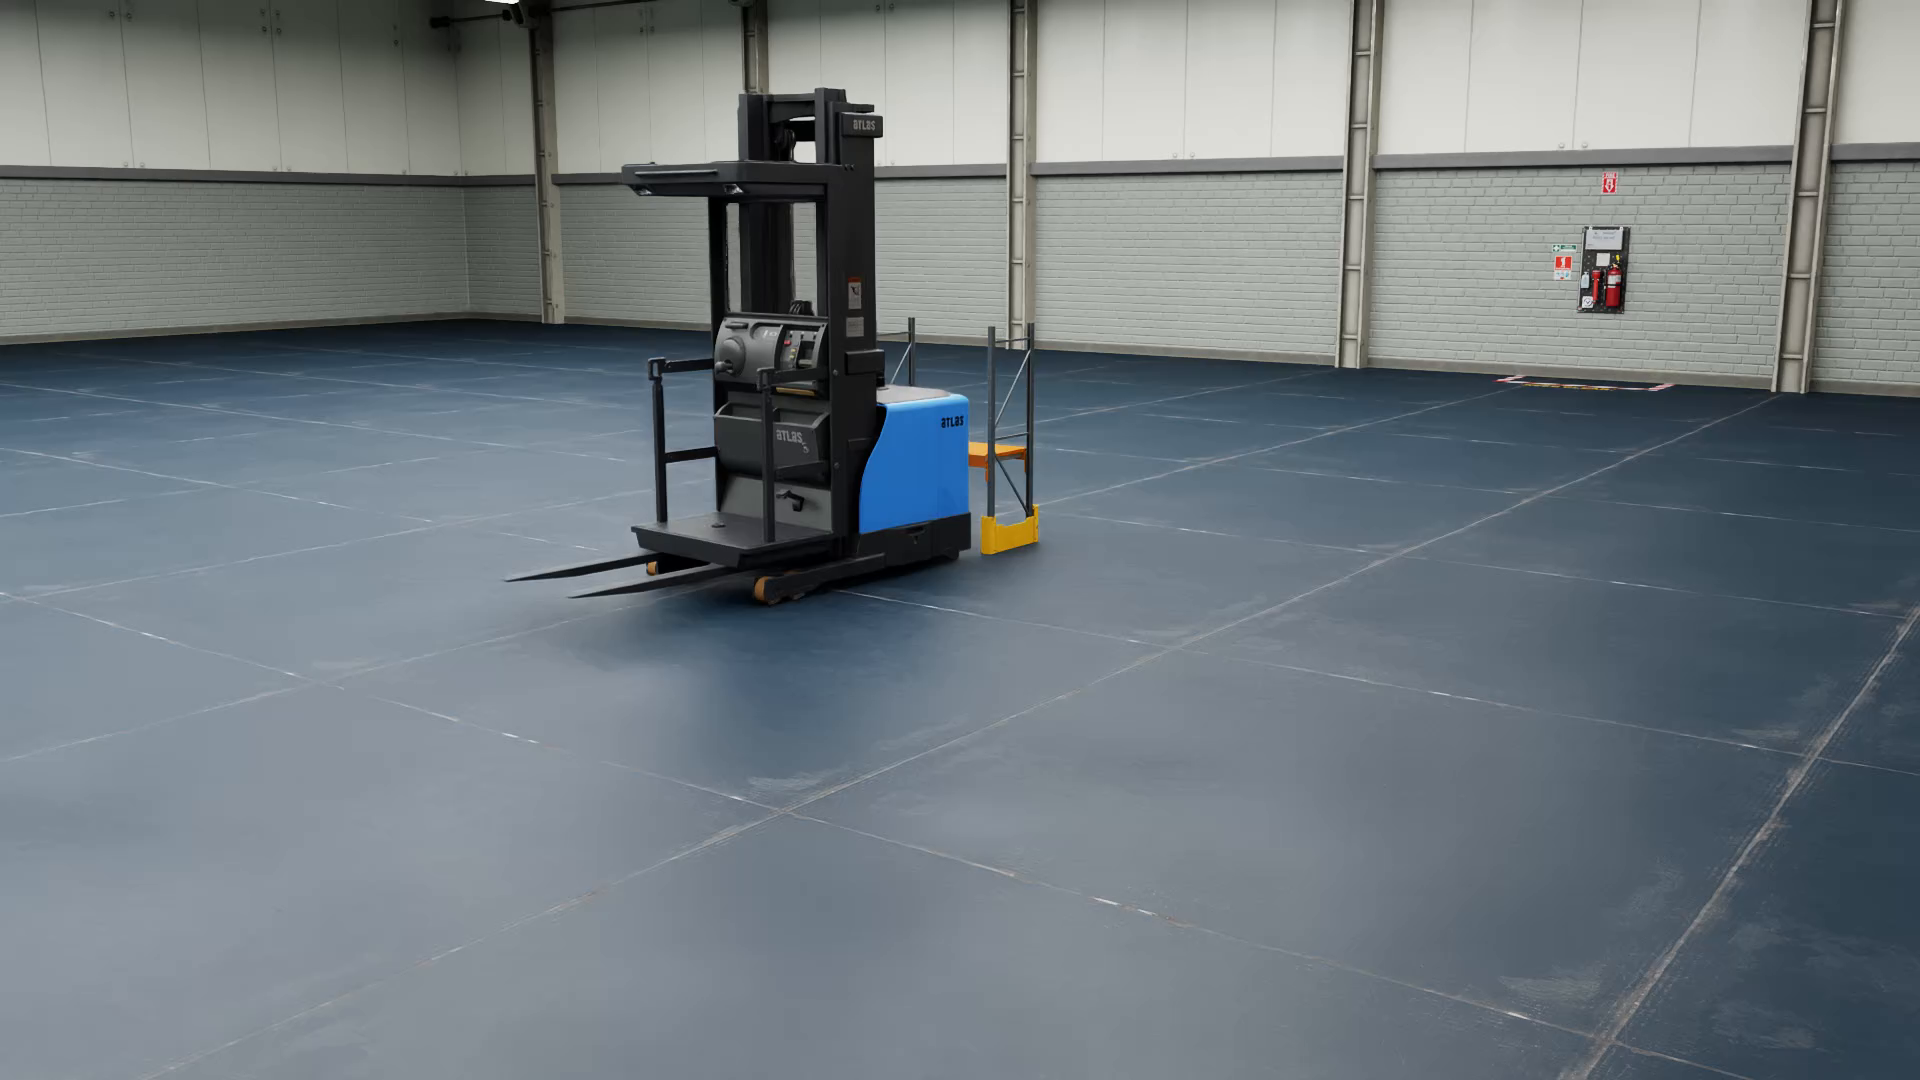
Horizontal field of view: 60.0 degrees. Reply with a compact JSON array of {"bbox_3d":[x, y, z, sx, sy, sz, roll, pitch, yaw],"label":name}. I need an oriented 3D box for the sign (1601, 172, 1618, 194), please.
[{"bbox_3d":[8.782,-4.826,22.477,0.199,0.298,0.001,8,13,36],"label":"sign"}]

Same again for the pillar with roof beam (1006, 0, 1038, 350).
[{"bbox_3d":[-1.521,-7.024,24.145,0.400,9.000,9.100,8,13,36],"label":"pillar with roof beam"}]

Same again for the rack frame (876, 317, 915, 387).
[{"bbox_3d":[-0.478,-0.803,11.732,0.032,1.500,0.500,8,13,36],"label":"rack frame"}]

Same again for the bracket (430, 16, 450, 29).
[{"bbox_3d":[-11.100,-11.058,35.521,0.430,0.232,0.235,8,13,36],"label":"bracket"}]

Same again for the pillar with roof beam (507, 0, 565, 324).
[{"bbox_3d":[-11.193,-8.373,31.118,0.548,9.000,9.100,8,13,36],"label":"pillar with roof beam"}]

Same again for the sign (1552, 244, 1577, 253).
[{"bbox_3d":[8.344,-4.026,22.954,0.331,0.109,0.001,8,13,36],"label":"sign"}]

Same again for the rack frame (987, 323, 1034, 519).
[{"bbox_3d":[0.341,-0.689,11.141,0.032,1.500,0.500,8,13,36],"label":"rack frame"}]

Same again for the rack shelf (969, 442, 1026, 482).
[{"bbox_3d":[-0.069,-0.569,11.471,1.000,0.185,0.538,8,13,36],"label":"rack shelf"}]

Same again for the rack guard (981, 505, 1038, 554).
[{"bbox_3d":[0.340,-0.075,11.261,0.087,0.250,0.587,8,13,36],"label":"rack guard"}]

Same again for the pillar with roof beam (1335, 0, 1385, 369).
[{"bbox_3d":[3.315,-6.349,20.658,0.400,9.000,9.100,8,13,36],"label":"pillar with roof beam"}]

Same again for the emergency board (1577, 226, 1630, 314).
[{"bbox_3d":[8.730,-3.672,22.614,0.643,1.169,0.194,8,13,36],"label":"emergency board"}]

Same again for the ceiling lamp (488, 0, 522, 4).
[{"bbox_3d":[-8.467,-10.704,27.800,0.800,3.185,2.000,8,13,36],"label":"ceiling lamp"}]

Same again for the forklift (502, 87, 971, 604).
[{"bbox_3d":[-1.286,-1.174,9.882,1.130,2.935,3.031,10,15,41],"label":"forklift"}]

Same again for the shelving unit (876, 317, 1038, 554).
[{"bbox_3d":[-0.061,-0.745,11.432,1.083,1.500,0.587,8,13,36],"label":"shelving unit"}]

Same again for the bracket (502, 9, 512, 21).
[{"bbox_3d":[-9.190,-10.792,34.144,0.430,0.232,0.235,8,13,36],"label":"bracket"}]

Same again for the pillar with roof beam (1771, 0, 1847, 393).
[{"bbox_3d":[8.151,-5.675,17.171,0.400,9.000,9.100,8,13,36],"label":"pillar with roof beam"}]

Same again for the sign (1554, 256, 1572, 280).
[{"bbox_3d":[8.345,-3.768,23.014,0.234,0.329,0.001,8,13,36],"label":"sign"}]

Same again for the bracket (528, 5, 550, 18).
[{"bbox_3d":[-8.521,-10.698,33.661,0.430,0.232,0.235,8,13,36],"label":"bracket"}]

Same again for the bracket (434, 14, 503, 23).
[{"bbox_3d":[-10.624,-10.992,35.178,3.189,0.066,0.076,8,13,36],"label":"bracket"}]

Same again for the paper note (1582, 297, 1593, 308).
[{"bbox_3d":[8.628,-3.270,22.855,0.142,0.148,0.016,8,13,36],"label":"paper note"}]

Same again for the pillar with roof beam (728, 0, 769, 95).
[{"bbox_3d":[-6.357,-7.699,27.632,0.548,9.000,9.100,8,13,36],"label":"pillar with roof beam"}]

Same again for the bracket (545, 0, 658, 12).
[{"bbox_3d":[-6.444,-10.409,32.164,4.783,0.066,0.076,8,13,36],"label":"bracket"}]
